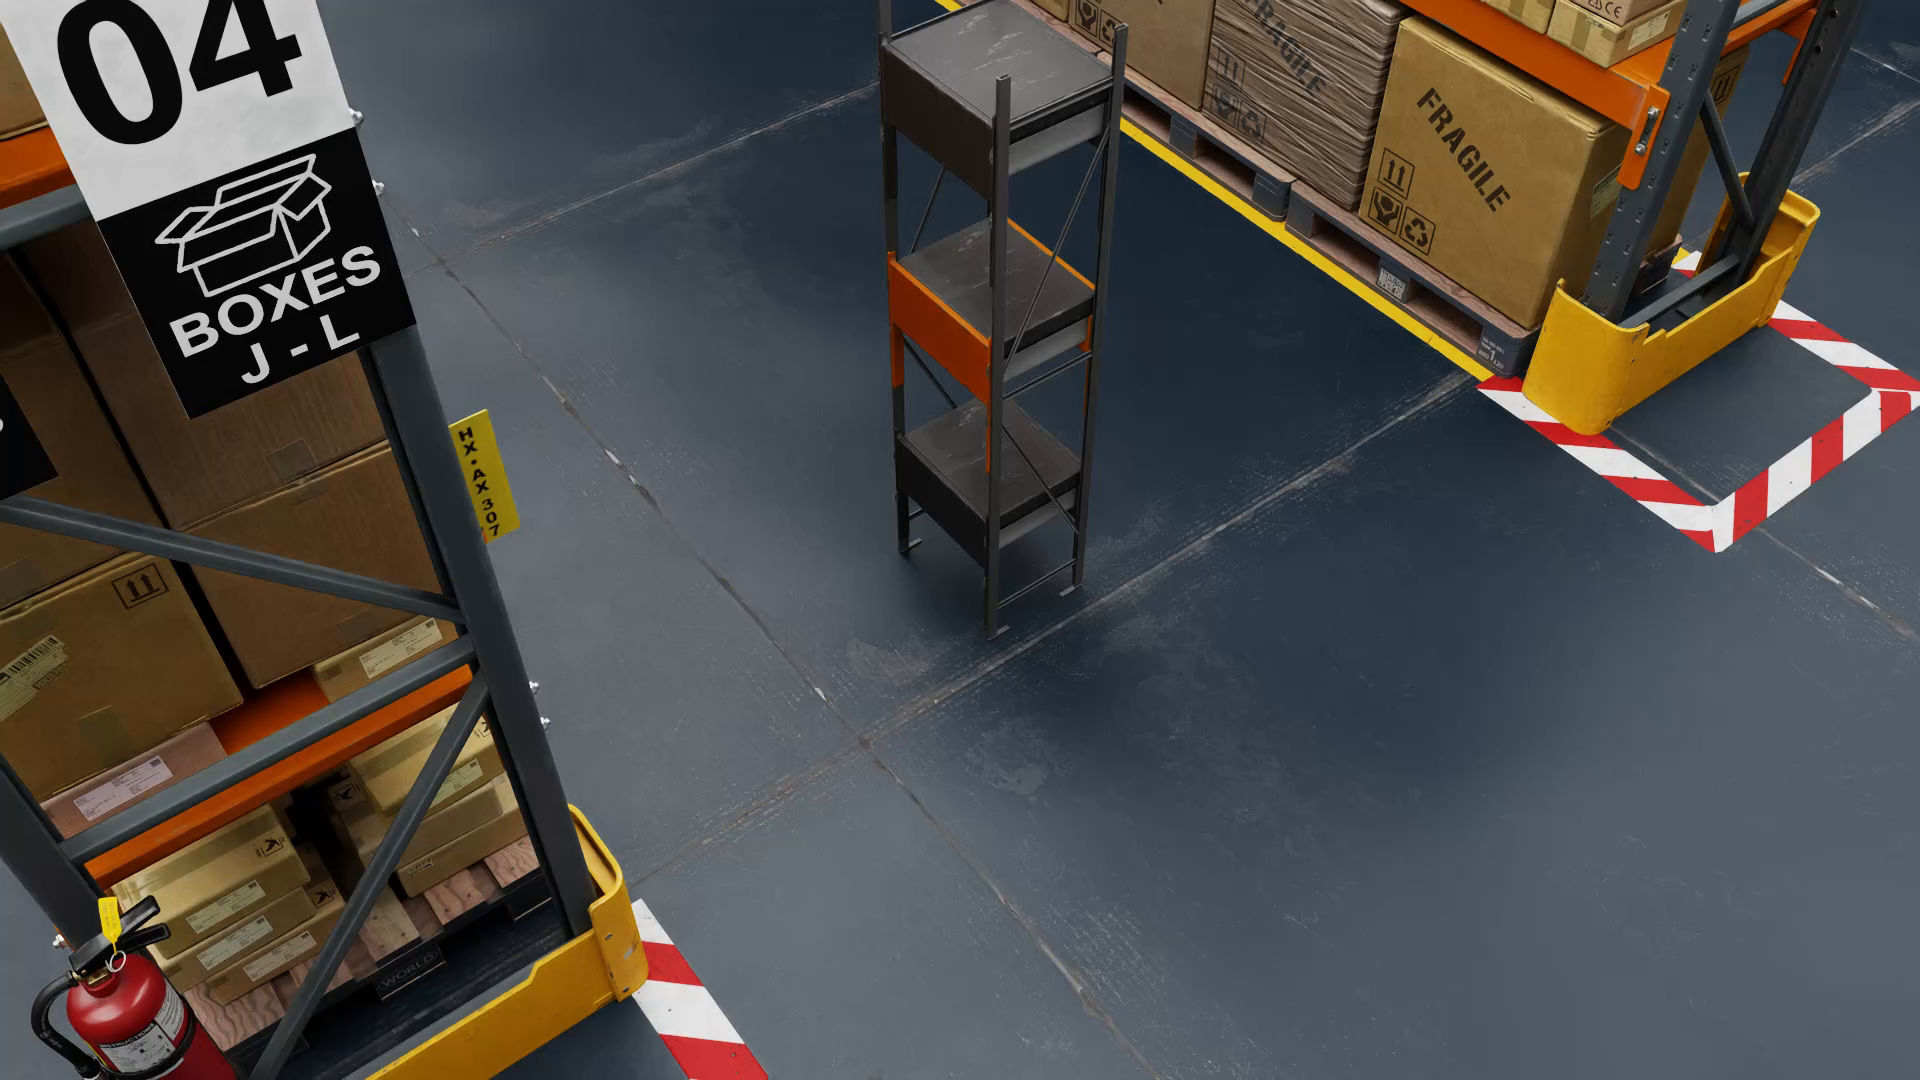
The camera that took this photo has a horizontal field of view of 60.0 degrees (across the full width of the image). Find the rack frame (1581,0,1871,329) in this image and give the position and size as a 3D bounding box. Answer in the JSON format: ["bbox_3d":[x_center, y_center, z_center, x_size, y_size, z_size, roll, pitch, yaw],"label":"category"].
[{"bbox_3d":[2.642,-1.747,5.309,1.000,3.000,0.127,-29,54,-24],"label":"rack frame"}]

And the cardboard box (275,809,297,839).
[{"bbox_3d":[-2.029,0.774,4.464,0.380,0.149,0.250,-31,55,-25],"label":"cardboard box"}]

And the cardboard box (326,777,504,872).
[{"bbox_3d":[-1.480,0.711,4.521,0.380,0.149,0.250,-27,53,-23],"label":"cardboard box"}]

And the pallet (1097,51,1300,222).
[{"bbox_3d":[1.361,-1.965,7.389,1.003,0.211,1.213,-29,54,-24],"label":"pallet"}]

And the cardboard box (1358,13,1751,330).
[{"bbox_3d":[2.190,-1.516,6.250,0.875,0.875,0.875,-29,54,-24],"label":"cardboard box"}]

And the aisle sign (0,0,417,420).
[{"bbox_3d":[-1.084,-0.546,2.466,0.394,0.787,0.004,-29,54,-24],"label":"aisle sign"}]

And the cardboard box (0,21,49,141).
[{"bbox_3d":[-1.435,-0.918,2.634,0.500,0.250,0.500,-28,53,-23],"label":"cardboard box"}]

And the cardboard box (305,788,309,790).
[{"bbox_3d":[-1.809,0.522,4.893,0.380,0.149,0.250,-29,54,-24],"label":"cardboard box"}]

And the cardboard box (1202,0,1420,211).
[{"bbox_3d":[1.639,-2.052,6.737,0.875,0.875,0.875,-29,54,-24],"label":"cardboard box"}]

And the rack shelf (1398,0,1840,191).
[{"bbox_3d":[1.431,-2.684,6.645,1.077,0.370,4.000,-29,54,-24],"label":"rack shelf"}]

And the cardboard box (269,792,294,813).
[{"bbox_3d":[-1.996,0.663,4.364,0.380,0.149,0.250,-28,54,-23],"label":"cardboard box"}]

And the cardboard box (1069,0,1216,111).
[{"bbox_3d":[1.101,-2.577,7.212,0.875,0.875,0.875,-29,54,-24],"label":"cardboard box"}]

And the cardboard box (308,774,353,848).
[{"bbox_3d":[-1.653,0.665,4.763,0.380,0.149,0.250,-30,54,-24],"label":"cardboard box"}]

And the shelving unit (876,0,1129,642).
[{"bbox_3d":[0.100,-0.608,4.884,0.431,2.100,0.503,-29,54,-24],"label":"shelving unit"}]

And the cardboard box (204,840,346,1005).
[{"bbox_3d":[-1.852,1.018,4.443,0.380,0.149,0.250,-29,54,-23],"label":"cardboard box"}]

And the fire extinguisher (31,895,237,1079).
[{"bbox_3d":[-1.582,0.925,3.190,0.296,0.674,0.183,-29,54,-24],"label":"fire extinguisher"}]

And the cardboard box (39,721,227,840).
[{"bbox_3d":[-1.789,0.437,3.498,0.380,0.149,0.250,-29,54,-24],"label":"cardboard box"}]

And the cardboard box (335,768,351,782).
[{"bbox_3d":[-1.601,0.524,4.690,0.380,0.149,0.250,-30,54,-24],"label":"cardboard box"}]

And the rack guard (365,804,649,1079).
[{"bbox_3d":[-1.413,1.213,4.313,1.175,0.500,0.348,-29,54,-24],"label":"rack guard"}]

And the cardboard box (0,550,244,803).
[{"bbox_3d":[-1.844,0.136,3.334,0.500,0.500,0.500,-28,54,-23],"label":"cardboard box"}]

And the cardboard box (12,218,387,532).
[{"bbox_3d":[-1.428,-0.435,3.176,0.500,0.500,0.500,-30,54,-24],"label":"cardboard box"}]

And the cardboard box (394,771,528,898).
[{"bbox_3d":[-1.429,0.783,4.657,0.380,0.149,0.250,-28,54,-23],"label":"cardboard box"}]

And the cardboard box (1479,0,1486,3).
[{"bbox_3d":[1.853,-2.026,5.732,0.380,0.149,0.250,-29,54,-24],"label":"cardboard box"}]

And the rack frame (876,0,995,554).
[{"bbox_3d":[-0.048,-0.752,5.014,0.400,2.100,0.015,-29,54,-24],"label":"rack frame"}]

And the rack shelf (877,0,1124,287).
[{"bbox_3d":[0.100,-1.069,4.375,0.431,0.518,0.480,-29,54,-24],"label":"rack shelf"}]

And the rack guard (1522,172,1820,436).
[{"bbox_3d":[2.656,-0.893,6.222,1.175,0.500,0.348,-29,54,-24],"label":"rack guard"}]

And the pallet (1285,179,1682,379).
[{"bbox_3d":[2.095,-1.247,6.738,1.003,0.211,1.213,-29,54,-24],"label":"pallet"}]

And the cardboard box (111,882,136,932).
[{"bbox_3d":[-2.088,0.912,4.539,0.380,0.149,0.250,-28,54,-23],"label":"cardboard box"}]

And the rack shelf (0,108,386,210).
[{"bbox_3d":[-2.578,-1.527,3.570,1.077,0.370,4.000,-29,54,-24],"label":"rack shelf"}]

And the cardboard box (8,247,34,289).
[{"bbox_3d":[-1.738,-0.729,3.443,0.500,0.500,0.500,-28,54,-23],"label":"cardboard box"}]

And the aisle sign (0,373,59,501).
[{"bbox_3d":[-1.562,-0.277,2.222,0.394,0.787,0.004,-29,54,-24],"label":"aisle sign"}]

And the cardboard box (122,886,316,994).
[{"bbox_3d":[-1.914,0.952,4.302,0.380,0.149,0.250,-31,55,-25],"label":"cardboard box"}]

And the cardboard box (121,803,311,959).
[{"bbox_3d":[-1.889,0.837,4.206,0.380,0.149,0.250,-29,54,-24],"label":"cardboard box"}]

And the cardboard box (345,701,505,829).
[{"bbox_3d":[-1.414,0.574,4.444,0.380,0.149,0.250,-32,55,-26],"label":"cardboard box"}]

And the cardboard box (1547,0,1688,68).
[{"bbox_3d":[2.164,-1.725,5.458,0.380,0.149,0.250,-28,54,-23],"label":"cardboard box"}]

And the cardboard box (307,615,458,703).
[{"bbox_3d":[-1.302,0.165,3.745,0.380,0.149,0.250,-30,54,-24],"label":"cardboard box"}]

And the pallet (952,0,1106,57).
[{"bbox_3d":[0.618,-2.685,8.042,1.003,0.211,1.213,-29,54,-24],"label":"pallet"}]

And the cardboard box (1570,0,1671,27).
[{"bbox_3d":[2.137,-1.963,5.405,0.500,0.250,0.500,-30,55,-25],"label":"cardboard box"}]

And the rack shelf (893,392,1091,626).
[{"bbox_3d":[0.100,-0.128,5.412,0.431,0.518,0.480,-29,54,-24],"label":"rack shelf"}]

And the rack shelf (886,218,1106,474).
[{"bbox_3d":[0.100,-0.598,4.894,0.431,0.518,0.480,-29,54,-24],"label":"rack shelf"}]

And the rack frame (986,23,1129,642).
[{"bbox_3d":[0.248,-0.464,4.753,0.400,2.100,0.015,-29,54,-24],"label":"rack frame"}]

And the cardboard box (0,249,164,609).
[{"bbox_3d":[-1.842,-0.209,2.972,0.500,0.500,0.500,-30,55,-25],"label":"cardboard box"}]

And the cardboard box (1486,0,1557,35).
[{"bbox_3d":[2.005,-1.877,5.597,0.380,0.149,0.250,-29,54,-24],"label":"cardboard box"}]

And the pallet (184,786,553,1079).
[{"bbox_3d":[-1.877,0.815,4.868,1.003,0.211,1.213,-29,54,-24],"label":"pallet"}]

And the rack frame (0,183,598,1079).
[{"bbox_3d":[-1.367,0.419,3.346,1.000,3.000,0.127,-29,54,-24],"label":"rack frame"}]

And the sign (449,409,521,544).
[{"bbox_3d":[-0.935,-0.116,3.246,0.100,0.325,0.005,-29,54,-24],"label":"sign"}]

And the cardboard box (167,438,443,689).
[{"bbox_3d":[-1.419,-0.104,3.551,0.500,0.500,0.500,-27,53,-22],"label":"cardboard box"}]

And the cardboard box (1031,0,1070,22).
[{"bbox_3d":[0.556,-3.108,7.693,0.875,0.875,0.875,-29,54,-24],"label":"cardboard box"}]

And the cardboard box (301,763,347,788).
[{"bbox_3d":[-1.676,0.465,4.543,0.380,0.149,0.250,-28,54,-23],"label":"cardboard box"}]

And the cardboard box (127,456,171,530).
[{"bbox_3d":[-1.763,-0.408,3.827,0.500,0.500,0.500,-29,54,-24],"label":"cardboard box"}]

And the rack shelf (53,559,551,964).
[{"bbox_3d":[-2.578,-0.519,4.681,1.077,0.370,4.000,-29,54,-24],"label":"rack shelf"}]
